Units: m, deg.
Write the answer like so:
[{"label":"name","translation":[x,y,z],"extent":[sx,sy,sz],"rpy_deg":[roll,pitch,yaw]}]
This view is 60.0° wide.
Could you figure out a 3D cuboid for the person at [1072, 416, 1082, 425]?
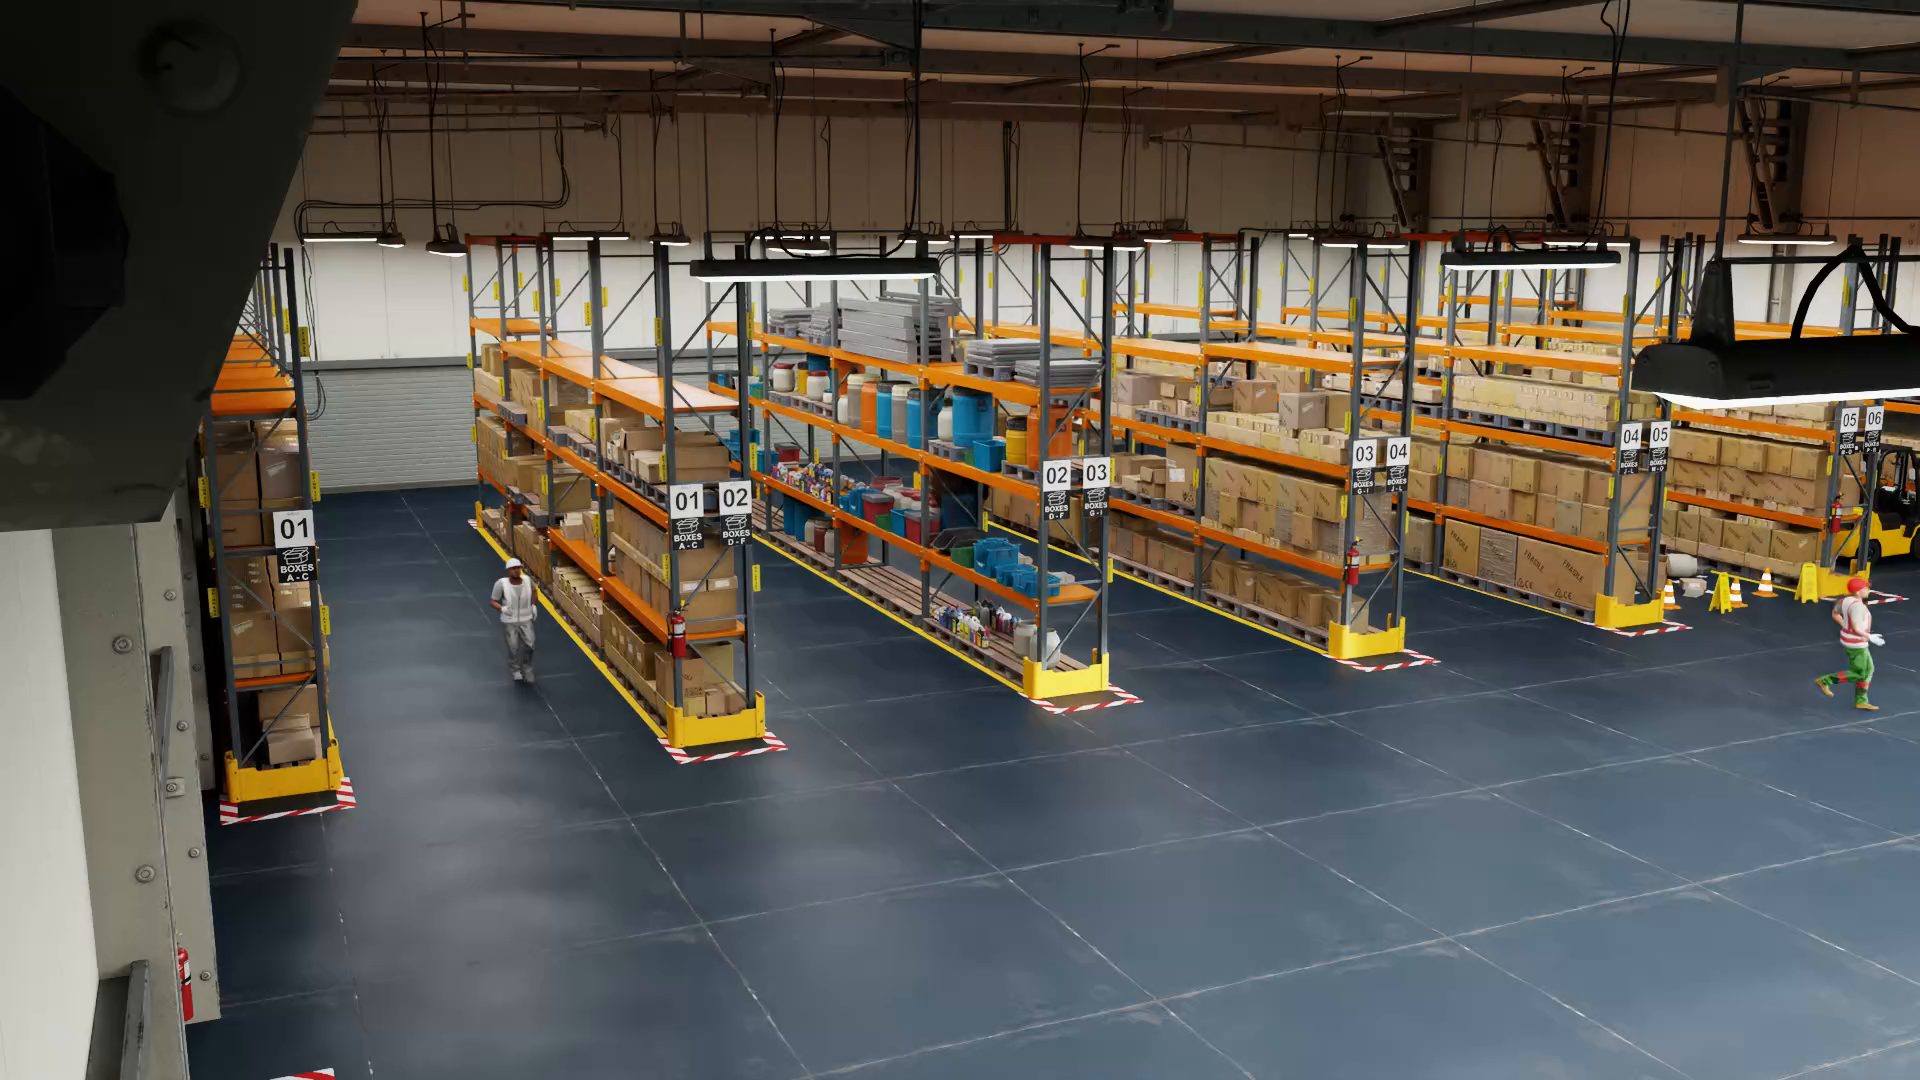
[{"label":"person","translation":[2.809,-2.434,41.069],"extent":[0.955,1.726,0.764],"rpy_deg":[-11,15,-44]}]

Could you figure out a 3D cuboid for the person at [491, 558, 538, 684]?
[{"label":"person","translation":[-6.046,1.123,22.714],"extent":[0.669,1.772,0.676],"rpy_deg":[-5,12,-24]}]

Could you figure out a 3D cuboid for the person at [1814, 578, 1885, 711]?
[{"label":"person","translation":[11.601,1.347,21.650],"extent":[0.825,1.754,0.669],"rpy_deg":[3,11,14]}]
